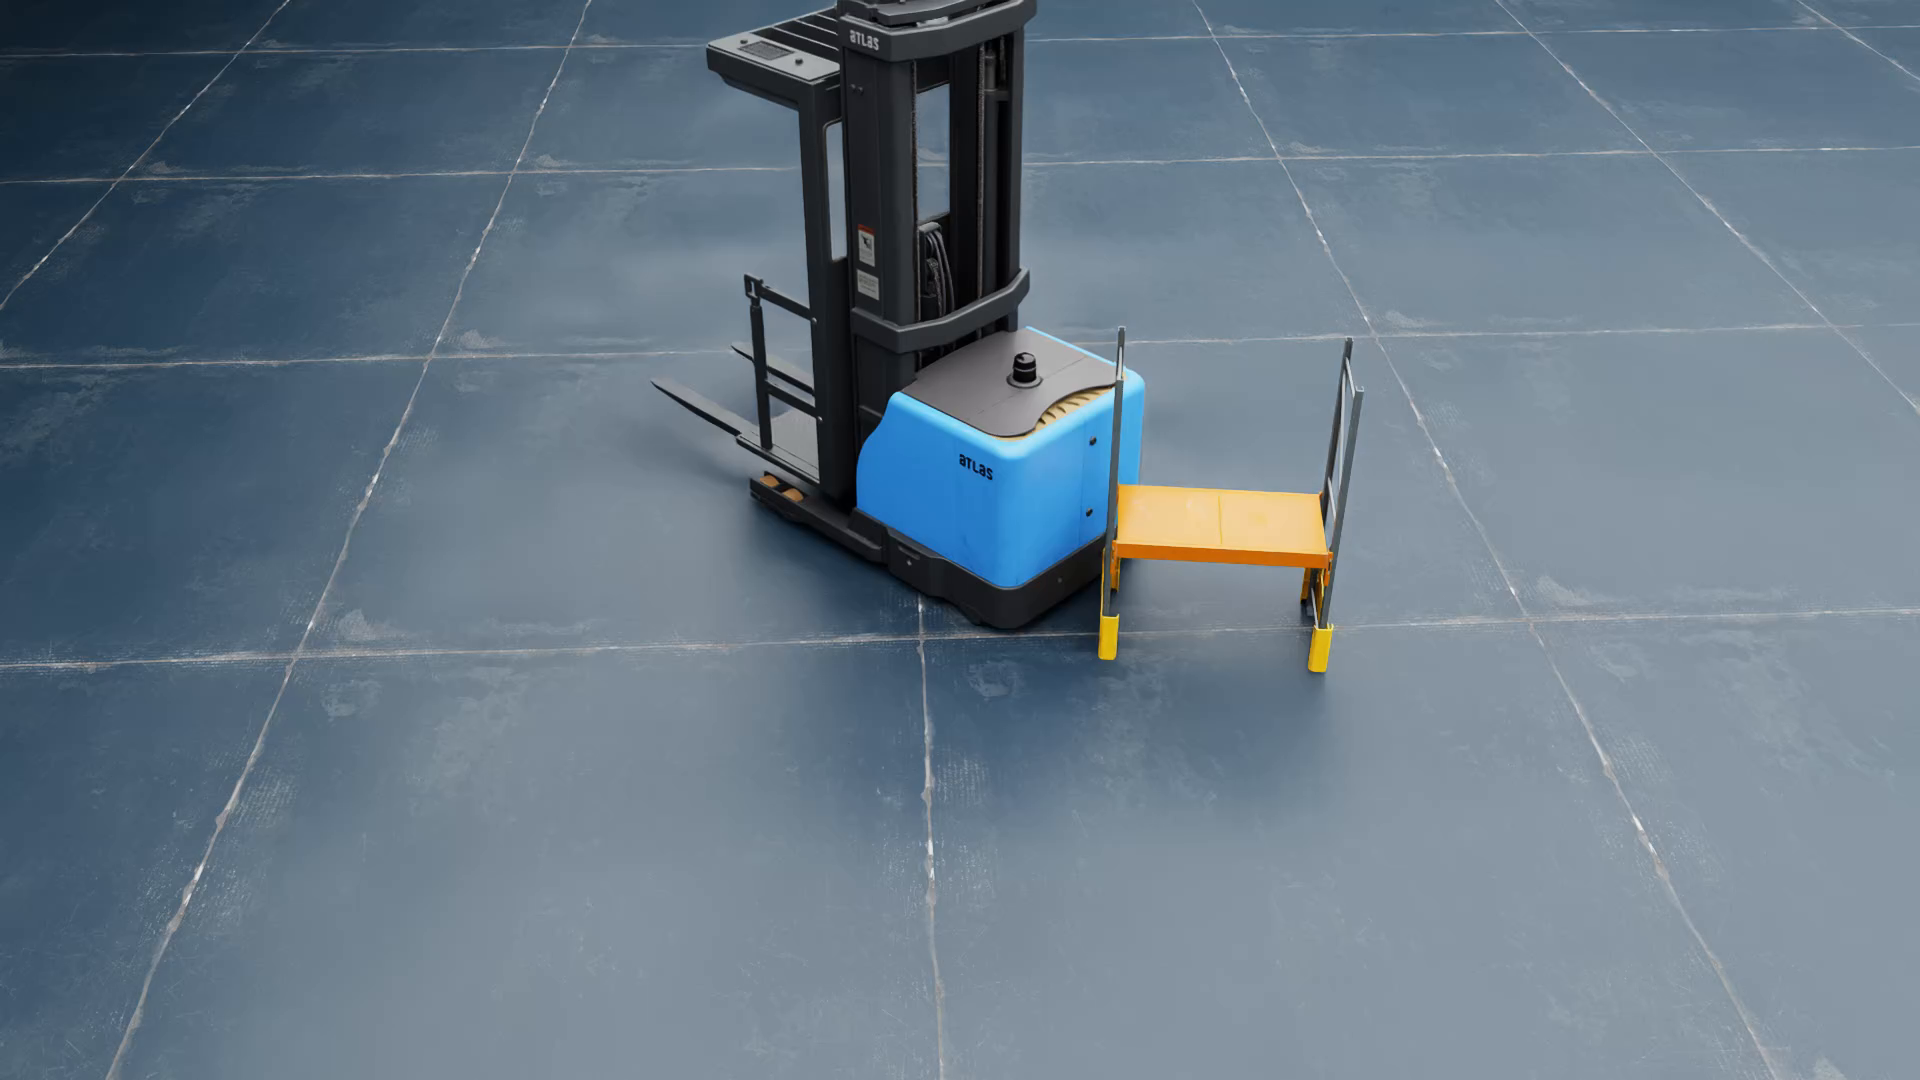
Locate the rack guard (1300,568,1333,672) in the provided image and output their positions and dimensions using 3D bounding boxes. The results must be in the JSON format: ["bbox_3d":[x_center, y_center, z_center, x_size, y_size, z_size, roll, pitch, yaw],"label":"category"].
[{"bbox_3d":[1.723,0.357,8.051,0.087,0.250,0.587,3,35,4],"label":"rack guard"}]

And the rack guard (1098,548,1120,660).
[{"bbox_3d":[0.732,0.303,8.128,0.087,0.250,0.587,3,35,4],"label":"rack guard"}]

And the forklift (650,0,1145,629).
[{"bbox_3d":[-0.496,-1.501,8.380,3.031,2.935,1.130,29,44,35],"label":"forklift"}]

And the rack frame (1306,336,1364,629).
[{"bbox_3d":[1.724,-0.157,7.695,0.032,1.500,0.500,3,35,4],"label":"rack frame"}]

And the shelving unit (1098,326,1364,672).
[{"bbox_3d":[1.227,-0.184,7.734,1.083,1.500,0.587,3,35,4],"label":"shelving unit"}]

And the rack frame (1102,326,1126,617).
[{"bbox_3d":[0.712,-0.212,7.774,0.032,1.500,0.500,3,35,4],"label":"rack frame"}]

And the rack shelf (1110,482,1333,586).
[{"bbox_3d":[1.218,-0.036,7.837,1.000,0.185,0.538,3,35,4],"label":"rack shelf"}]
